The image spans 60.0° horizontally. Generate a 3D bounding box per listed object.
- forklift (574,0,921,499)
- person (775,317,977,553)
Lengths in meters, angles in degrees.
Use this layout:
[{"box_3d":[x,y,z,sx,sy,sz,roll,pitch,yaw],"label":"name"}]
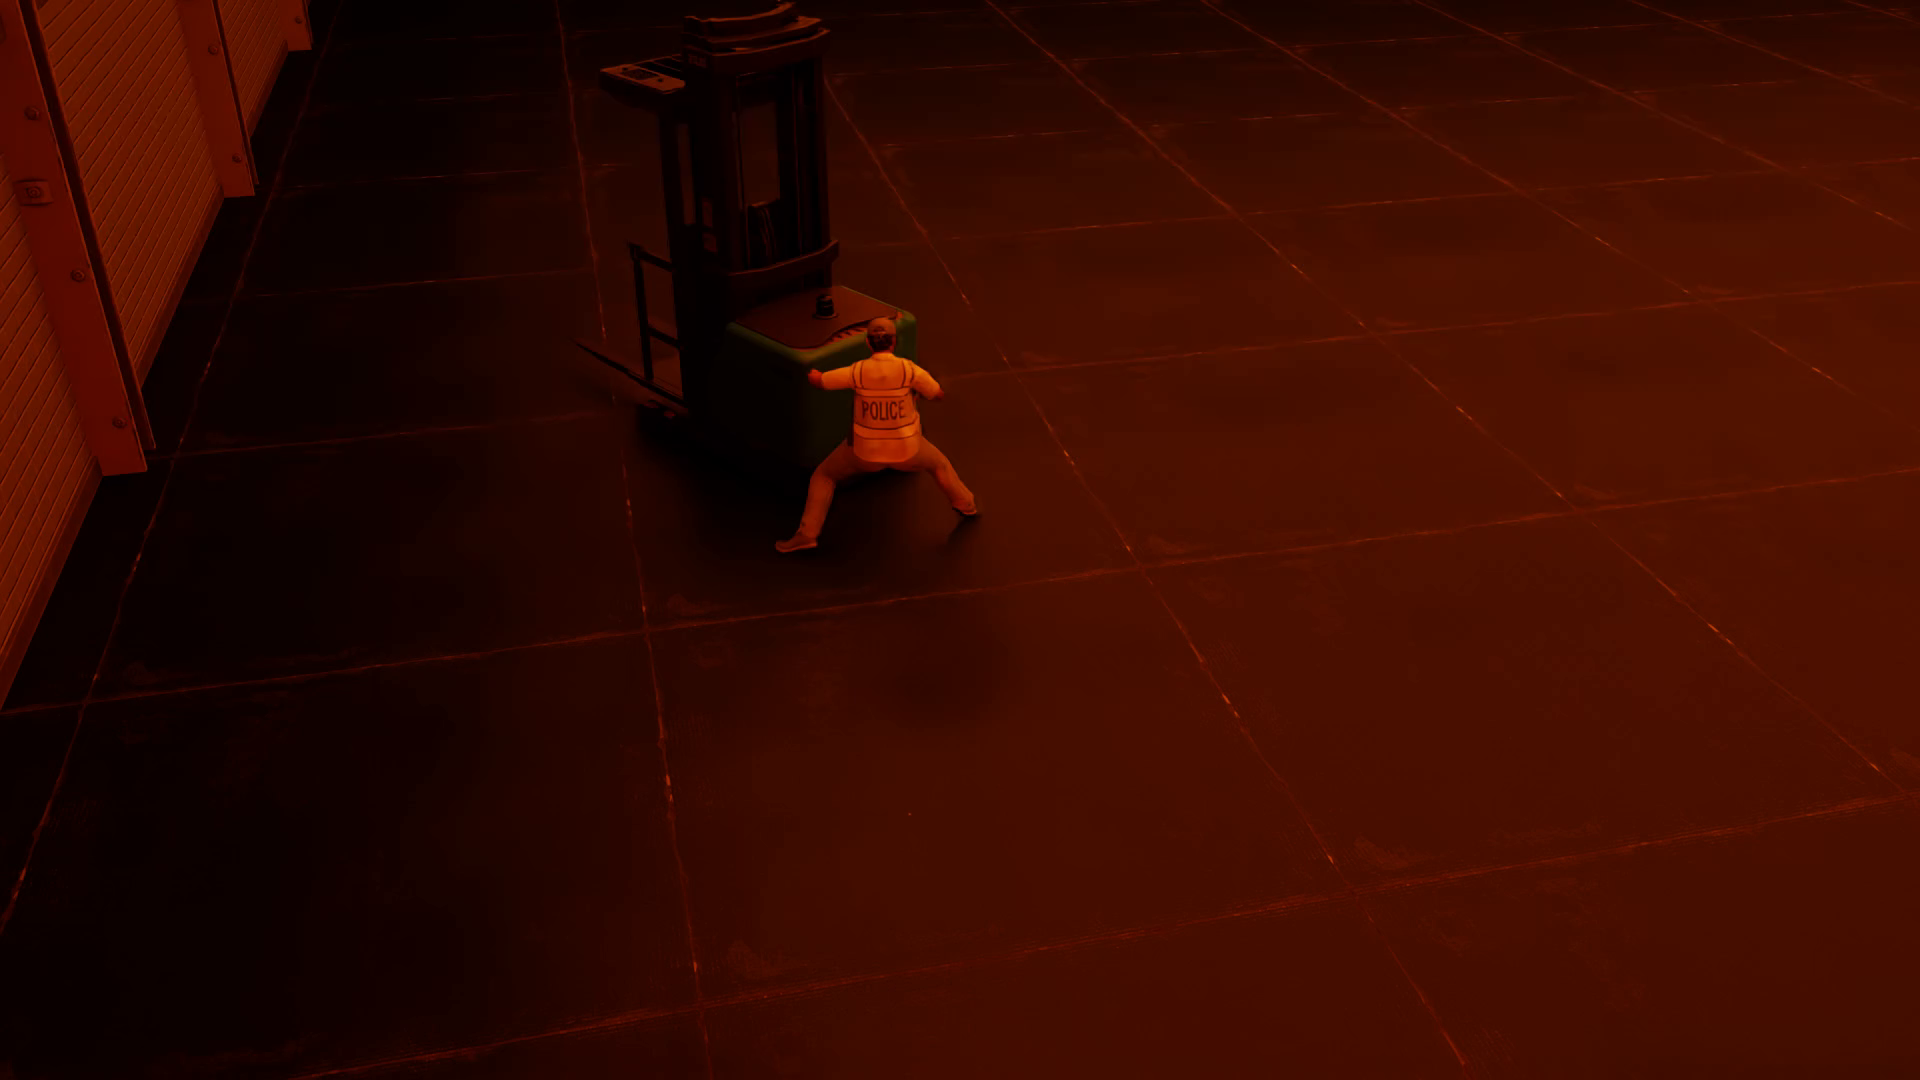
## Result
[{"box_3d":[-1.657,-2.177,11.335,1.130,2.935,3.031,-26,39,-37],"label":"forklift"},{"box_3d":[-0.522,-0.705,10.255,1.282,1.462,0.787,-2,30,-3],"label":"person"}]
